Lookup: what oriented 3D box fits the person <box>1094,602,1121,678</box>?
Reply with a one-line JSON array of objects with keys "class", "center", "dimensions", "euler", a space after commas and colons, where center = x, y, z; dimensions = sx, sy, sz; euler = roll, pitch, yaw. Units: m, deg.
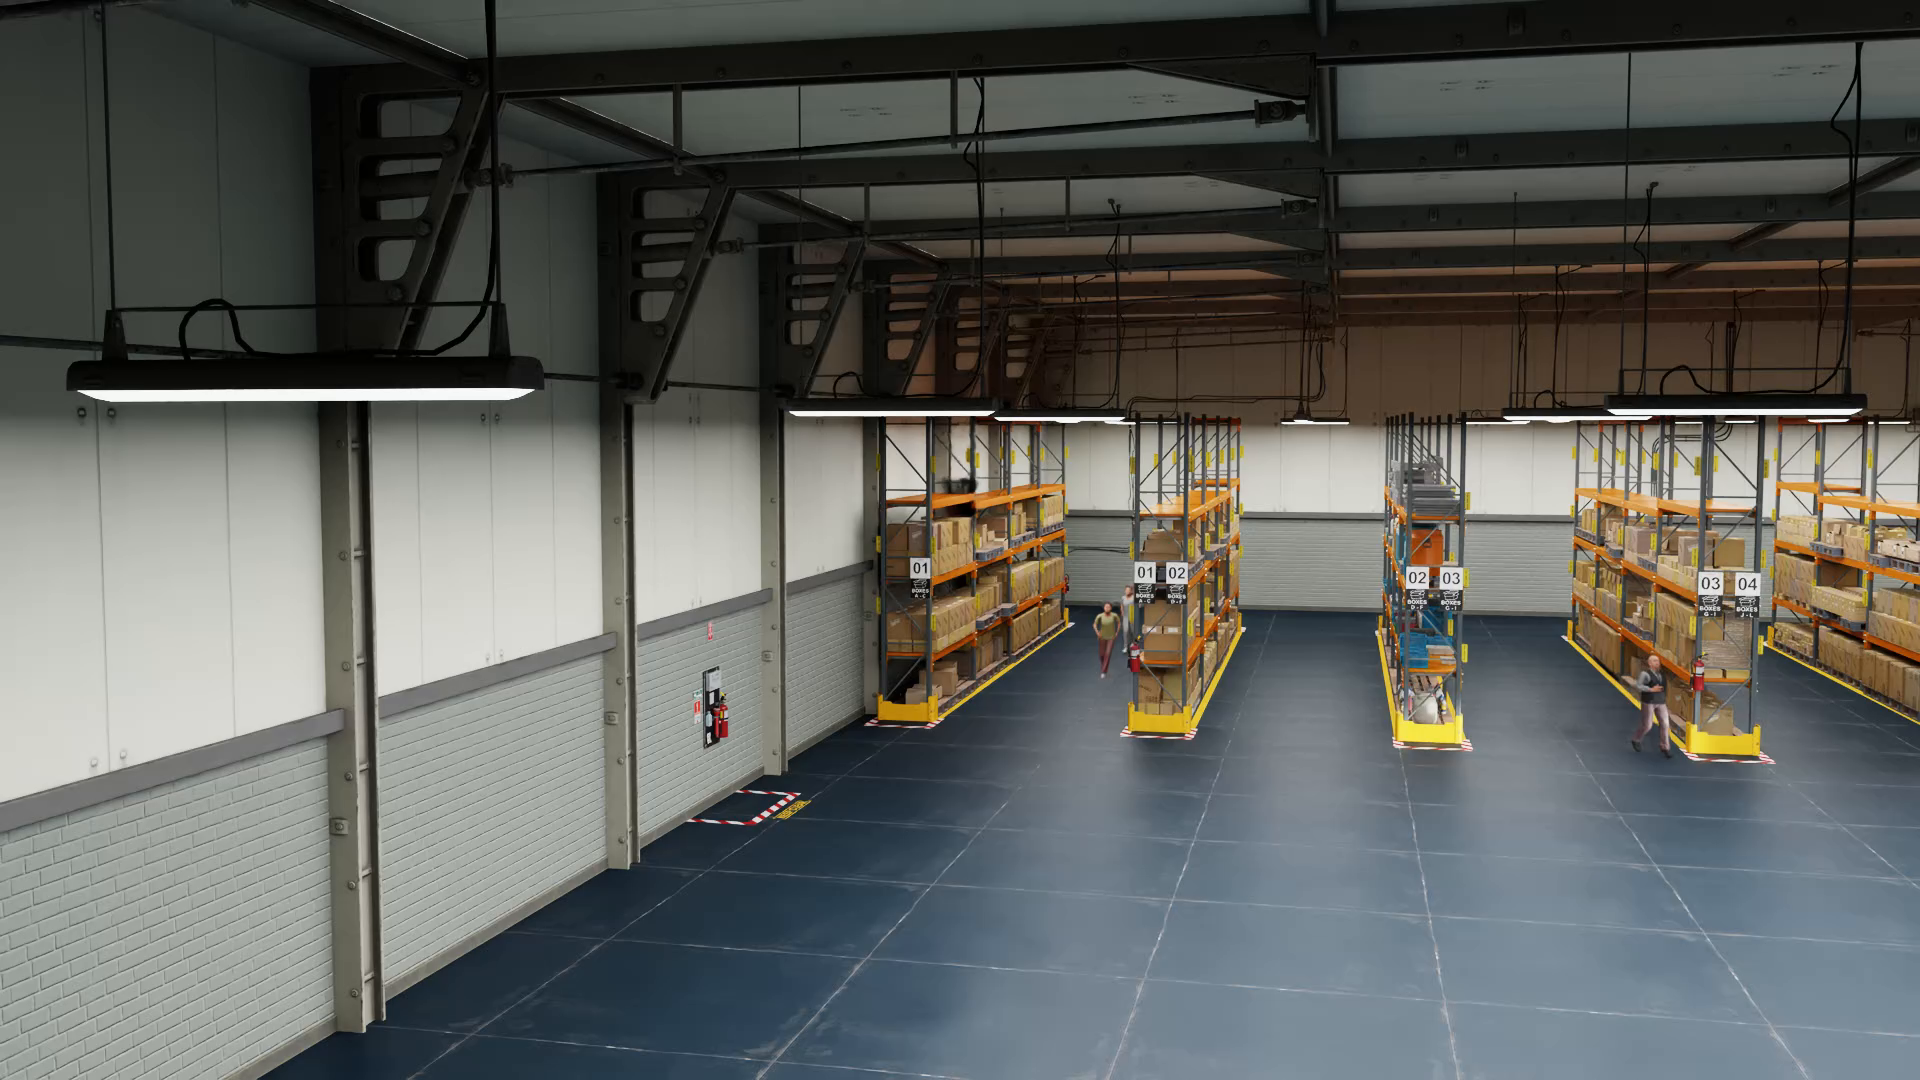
[{"class": "person", "center": [3.219, 2.166, 36.345], "dimensions": [0.604, 1.648, 0.705], "euler": [0, 4, 6]}]

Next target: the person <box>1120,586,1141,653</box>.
[{"class": "person", "center": [4.346, 2.001, 42.477], "dimensions": [0.559, 1.676, 0.864], "euler": [1, 4, 20]}]

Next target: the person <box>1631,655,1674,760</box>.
[{"class": "person", "center": [12.075, 2.891, 28.996], "dimensions": [0.665, 1.757, 0.839], "euler": [-1, 4, -17]}]
